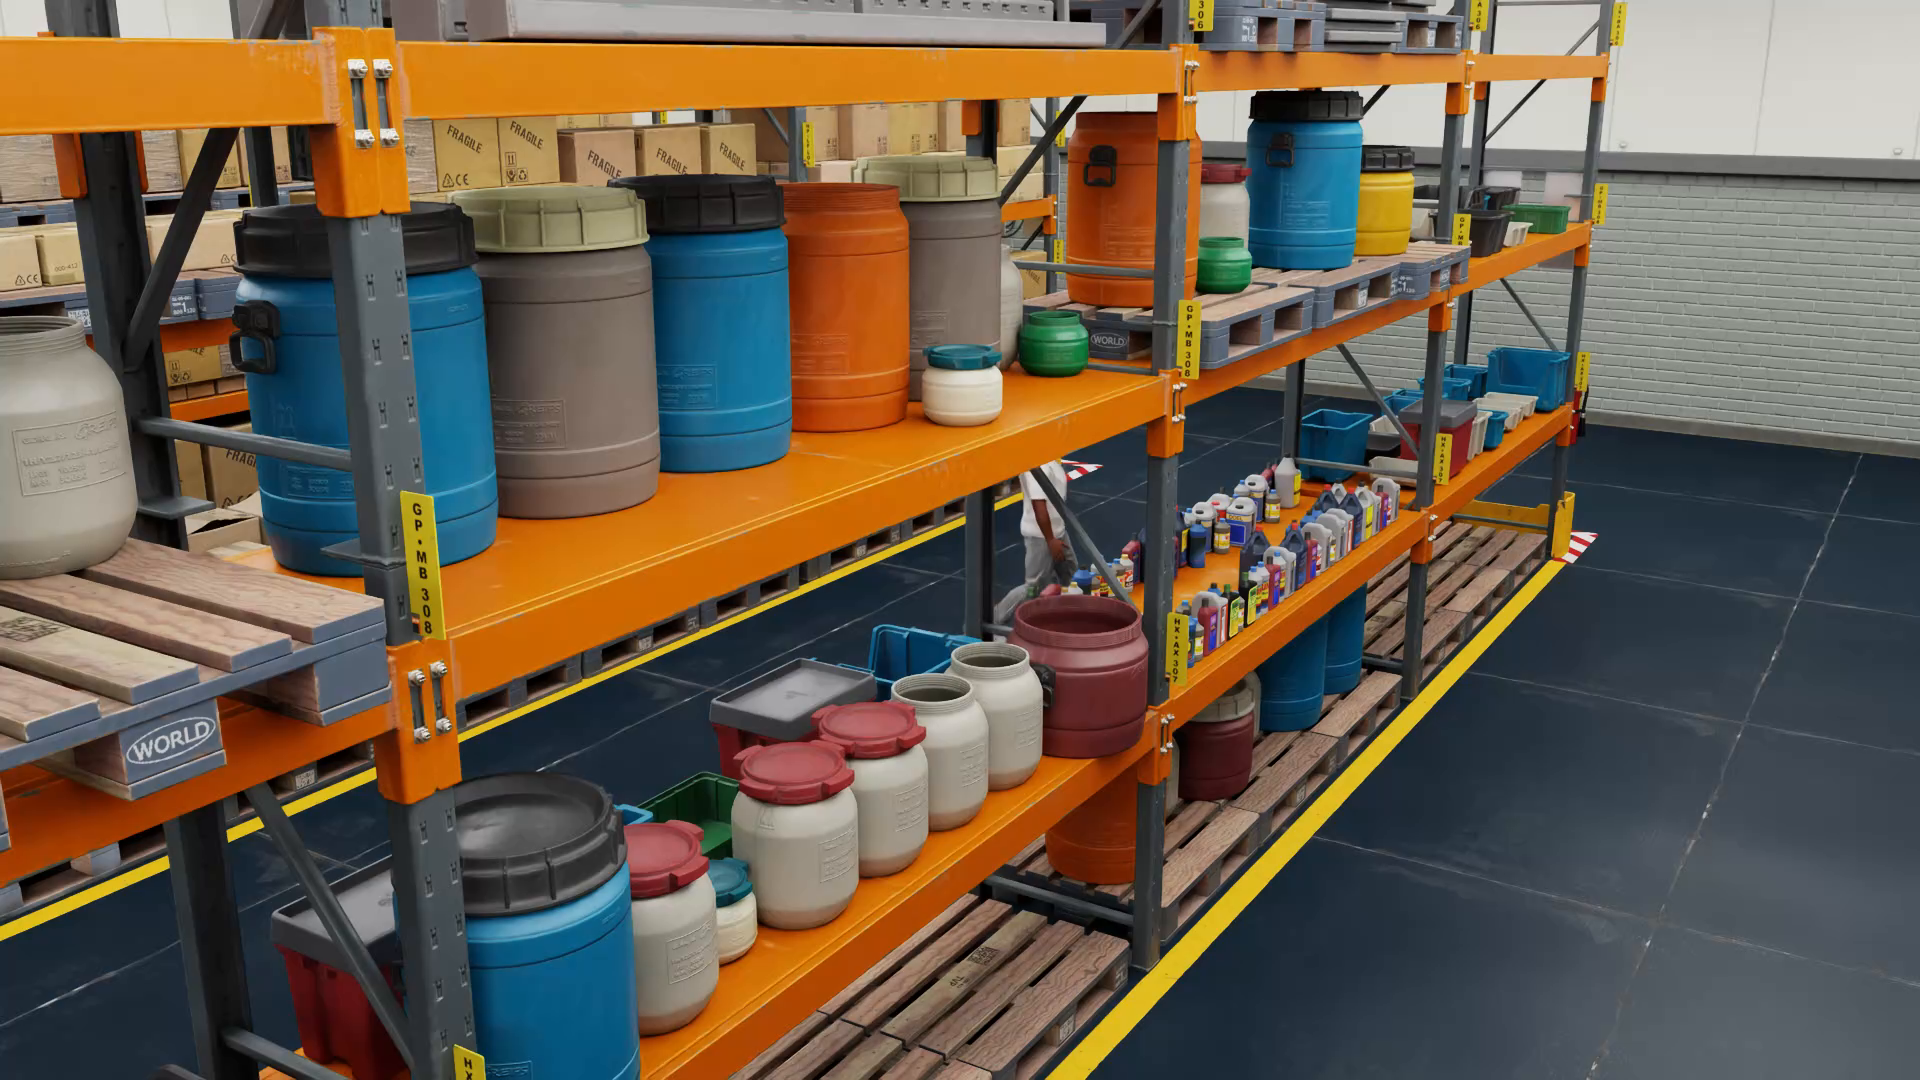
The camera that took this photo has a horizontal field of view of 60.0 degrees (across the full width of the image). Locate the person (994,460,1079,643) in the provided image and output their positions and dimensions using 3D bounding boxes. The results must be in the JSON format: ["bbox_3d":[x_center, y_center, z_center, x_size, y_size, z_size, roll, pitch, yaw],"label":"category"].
[{"bbox_3d":[0.620,-0.066,11.733,0.943,1.734,0.598,2,16,7],"label":"person"}]
